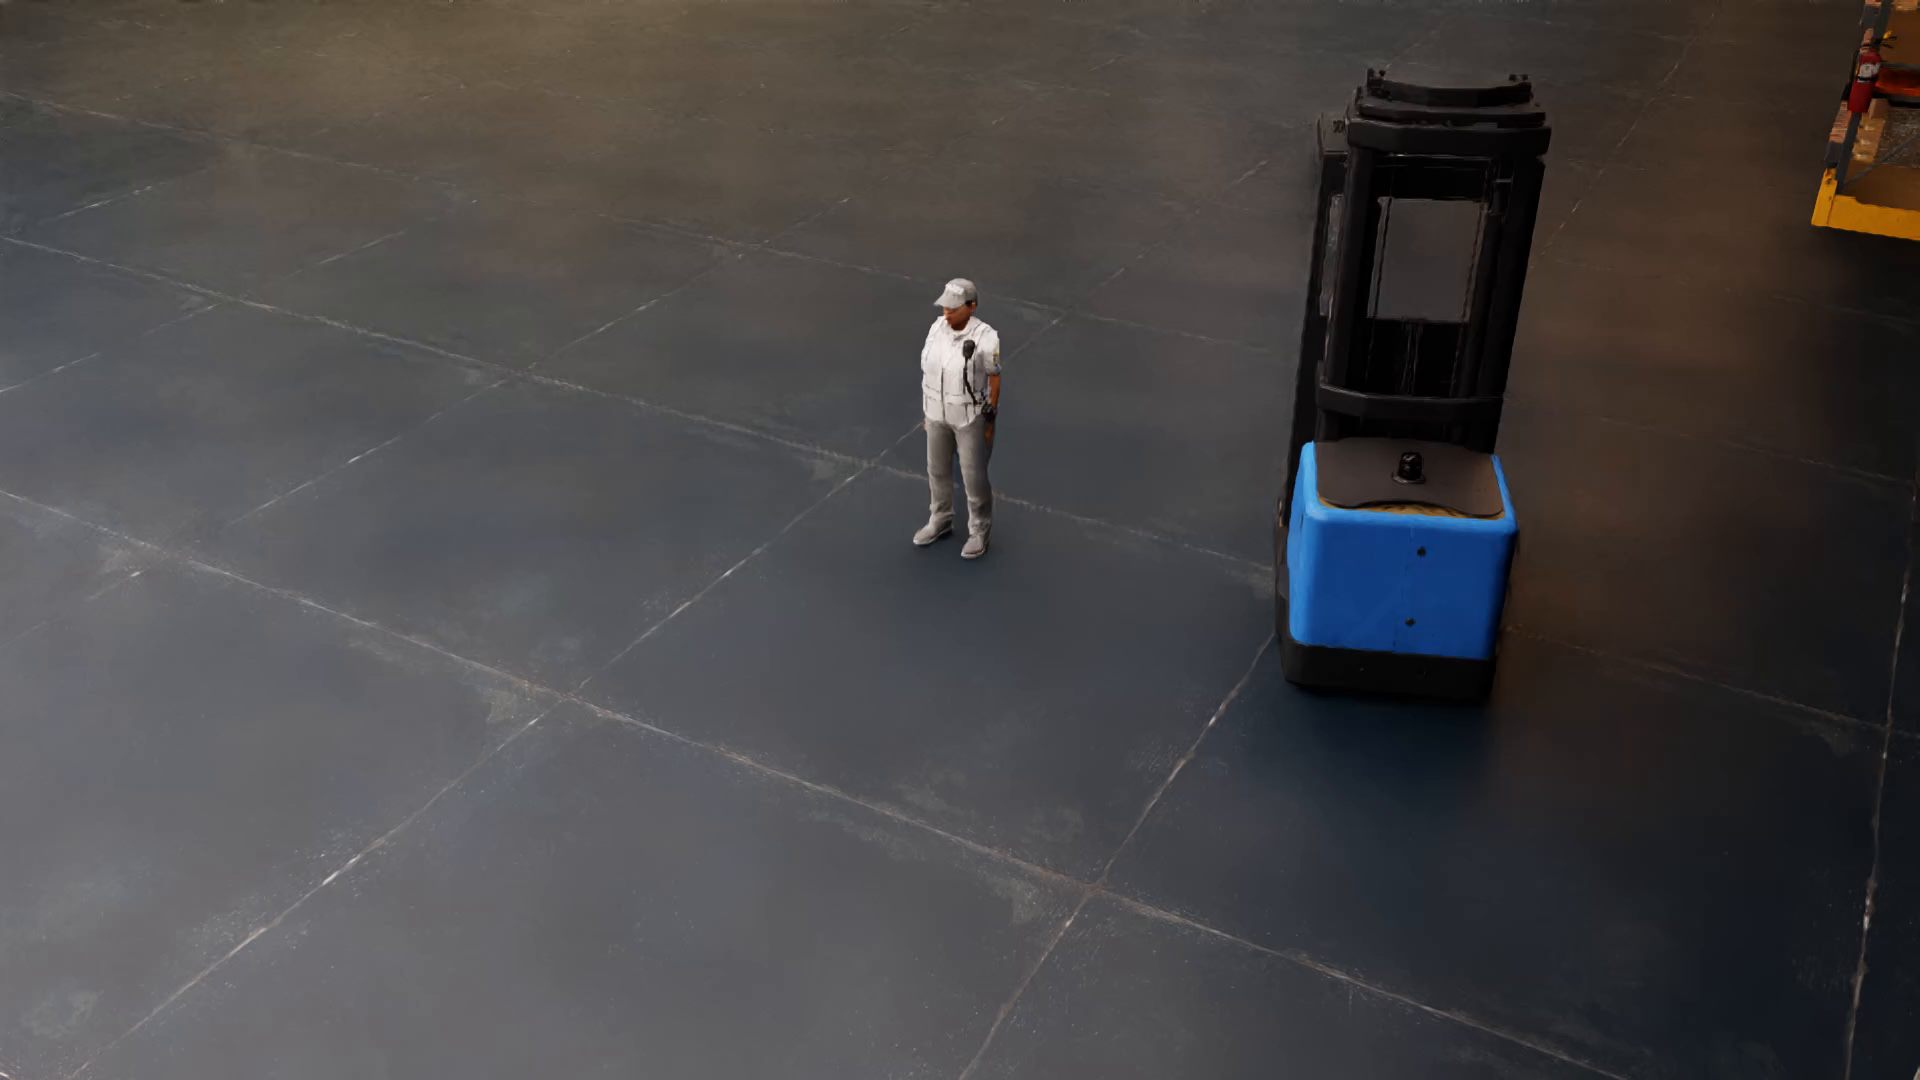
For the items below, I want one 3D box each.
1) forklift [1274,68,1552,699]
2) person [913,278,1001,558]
[{"bbox_3d":[2.423,-1.178,9.112,1.130,2.935,3.031,4,30,8],"label":"forklift"},{"bbox_3d":[-0.014,-0.713,9.578,0.482,1.669,0.390,15,33,25],"label":"person"}]
